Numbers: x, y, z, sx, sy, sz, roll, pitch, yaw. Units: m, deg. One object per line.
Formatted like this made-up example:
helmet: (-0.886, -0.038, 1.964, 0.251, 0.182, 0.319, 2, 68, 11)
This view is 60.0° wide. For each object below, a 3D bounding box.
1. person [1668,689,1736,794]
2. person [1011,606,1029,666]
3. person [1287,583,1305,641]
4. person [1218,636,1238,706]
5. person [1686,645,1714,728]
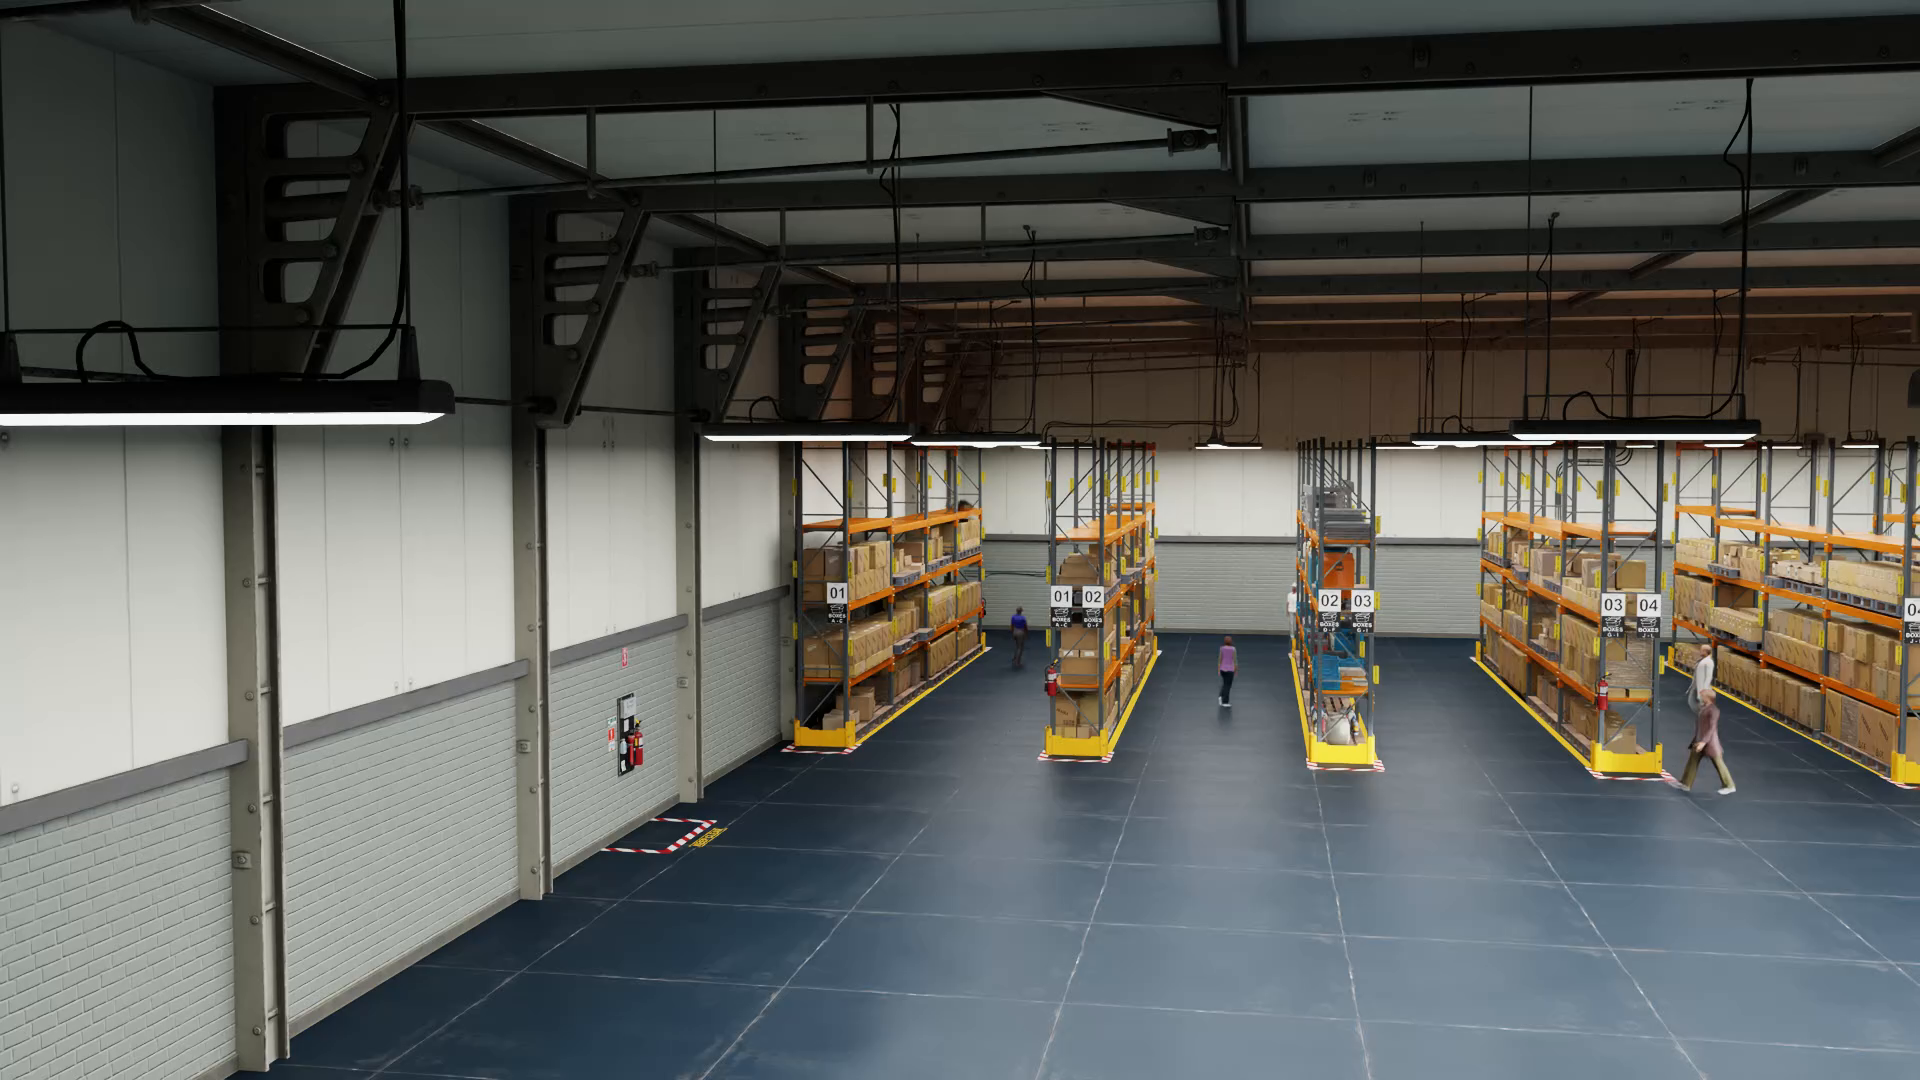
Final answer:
person: (12.482, 3.369, 27.892, 0.916, 1.753, 0.673, 0, 3, -5)
person: (1.631, 2.563, 44.292, 0.488, 1.633, 0.462, -2, 4, -31)
person: (10.183, 2.176, 50.393, 0.600, 1.769, 0.462, 1, 3, 24)
person: (6.022, 2.936, 37.293, 0.390, 1.593, 0.397, -3, 4, -44)
person: (15.218, 3.023, 34.057, 0.538, 1.780, 0.654, 0, 3, -6)
